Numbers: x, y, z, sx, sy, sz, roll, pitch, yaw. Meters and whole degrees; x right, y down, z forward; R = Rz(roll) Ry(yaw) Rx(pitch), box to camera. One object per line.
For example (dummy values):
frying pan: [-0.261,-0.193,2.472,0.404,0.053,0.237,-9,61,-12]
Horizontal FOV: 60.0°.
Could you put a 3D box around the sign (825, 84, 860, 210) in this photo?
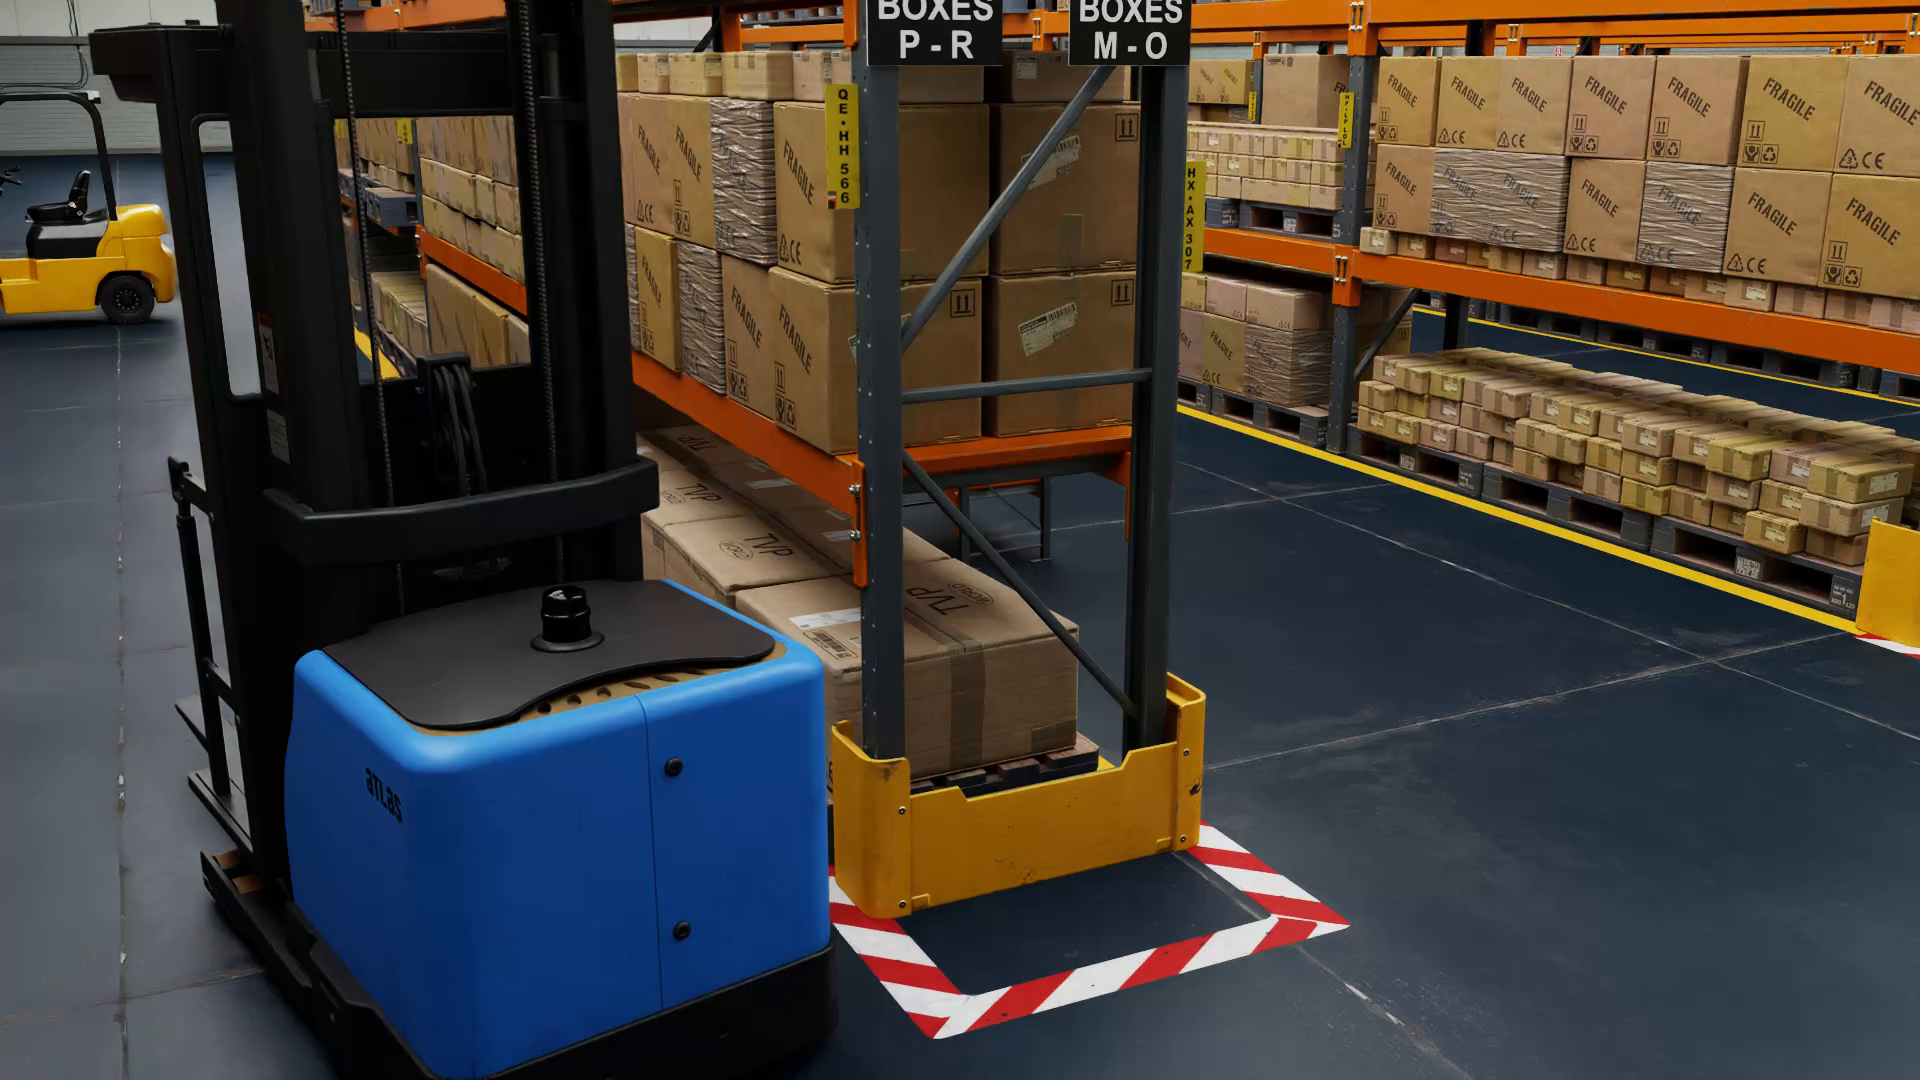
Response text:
sign: [-0.310,-1.050,4.443,0.100,0.325,0.005,-8,18,-25]

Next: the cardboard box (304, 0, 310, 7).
cardboard box: [-6.178,-5.384,16.370,0.500,0.250,0.500,-7,18,-24]

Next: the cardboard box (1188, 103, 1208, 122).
cardboard box: [3.196,-5.165,20.590,0.875,0.500,0.500,-8,18,-25]

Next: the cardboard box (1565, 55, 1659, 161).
cardboard box: [3.473,-2.204,8.461,0.500,0.500,0.500,-8,18,-27]

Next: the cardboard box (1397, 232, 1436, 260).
cardboard box: [2.847,-1.771,9.940,0.380,0.149,0.250,-7,17,-23]

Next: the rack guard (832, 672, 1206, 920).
rack guard: [0.194,0.766,5.176,1.175,0.500,0.348,-8,18,-25]

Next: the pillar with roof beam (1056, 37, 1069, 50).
pillar with roof beam: [-0.488,-17.135,52.148,9.100,9.000,0.400,-8,18,-25]

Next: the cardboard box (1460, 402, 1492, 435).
cardboard box: [3.154,-0.728,9.716,0.380,0.149,0.250,-9,18,-28]

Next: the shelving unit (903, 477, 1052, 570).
shelving unit: [0.003,-0.539,8.590,0.538,1.125,1.048,-8,18,-25]

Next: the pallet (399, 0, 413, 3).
pallet: [-2.991,-3.623,10.843,1.213,0.211,1.003,-7,17,-22]

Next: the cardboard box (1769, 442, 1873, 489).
cardboard box: [4.071,-0.352,7.869,0.380,0.149,0.250,-7,18,-24]

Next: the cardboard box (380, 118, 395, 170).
cardboard box: [-4.006,-3.024,12.370,0.500,0.500,0.500,-8,18,-26]

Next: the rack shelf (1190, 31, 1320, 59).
rack shelf: [2.959,-6.207,20.807,1.077,0.370,4.000,-8,18,-25]

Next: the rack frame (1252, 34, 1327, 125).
rack frame: [3.835,-4.615,19.394,1.000,3.000,0.127,-8,18,-25]

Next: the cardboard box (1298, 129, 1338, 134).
cardboard box: [2.620,-2.835,11.807,0.380,0.149,0.250,-8,18,-25]

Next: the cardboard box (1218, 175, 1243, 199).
cardboard box: [2.026,-2.469,11.612,0.380,0.149,0.250,-9,18,-27]

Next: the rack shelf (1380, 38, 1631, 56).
rack shelf: [7.411,-6.805,22.893,1.077,0.370,4.000,-8,18,-25]

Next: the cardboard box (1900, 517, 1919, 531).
cardboard box: [4.647,-0.065,7.947,0.380,0.149,0.250,-7,18,-24]

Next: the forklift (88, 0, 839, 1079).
forklift: [-1.609,-0.350,4.658,1.130,2.935,3.031,-12,20,-36]

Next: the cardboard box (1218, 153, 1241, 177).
cardboard box: [2.026,-2.615,11.579,0.380,0.149,0.250,-9,18,-28]

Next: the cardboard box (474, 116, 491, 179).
cardboard box: [-2.428,-2.298,9.327,0.500,0.500,0.500,-7,17,-23]

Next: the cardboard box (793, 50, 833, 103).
cardboard box: [-0.286,-1.407,5.046,0.380,0.149,0.250,-7,18,-24]

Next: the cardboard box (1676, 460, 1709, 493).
cardboard box: [3.847,-0.344,8.378,0.380,0.149,0.250,-8,18,-26]

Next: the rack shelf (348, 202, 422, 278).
rack shelf: [-4.197,-2.576,13.592,1.077,0.370,4.000,-8,18,-25]

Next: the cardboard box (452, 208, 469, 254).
cardboard box: [-2.867,-1.946,10.364,0.500,0.250,0.500,-7,17,-23]

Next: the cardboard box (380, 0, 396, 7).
cardboard box: [-4.015,-4.292,12.642,0.797,0.503,0.637,-8,18,-25]

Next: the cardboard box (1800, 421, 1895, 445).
cardboard box: [4.441,-0.485,8.332,0.380,0.149,0.250,-8,18,-25]

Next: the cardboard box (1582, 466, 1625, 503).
cardboard box: [3.539,-0.315,8.817,0.380,0.149,0.250,-7,18,-24]

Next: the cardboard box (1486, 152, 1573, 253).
cardboard box: [3.239,-1.844,9.016,0.500,0.500,0.500,-8,18,-26]

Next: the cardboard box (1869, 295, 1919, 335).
cardboard box: [4.192,-0.991,7.221,0.380,0.149,0.250,-8,18,-25]

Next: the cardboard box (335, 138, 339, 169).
cardboard box: [-5.723,-3.815,15.887,0.500,0.500,0.500,-7,17,-23]

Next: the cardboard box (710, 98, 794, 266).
cardboard box: [-0.497,-1.187,5.456,0.500,0.500,0.500,-8,18,-25]

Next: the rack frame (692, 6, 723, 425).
rack frame: [-1.569,-1.434,8.308,1.000,3.000,0.127,-8,18,-25]

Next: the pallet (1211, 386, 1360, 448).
pallet: [2.494,-0.909,11.537,1.003,0.211,1.213,-8,18,-25]

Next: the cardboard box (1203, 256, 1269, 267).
cardboard box: [2.059,-2.020,12.762,0.500,0.250,0.500,-7,18,-24]

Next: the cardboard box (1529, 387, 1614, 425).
cardboard box: [3.390,-0.739,9.217,0.380,0.149,0.250,-8,18,-27]

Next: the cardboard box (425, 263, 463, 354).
cardboard box: [-3.093,-1.425,11.368,0.875,0.875,0.875,-8,18,-25]

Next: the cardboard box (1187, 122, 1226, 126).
cardboard box: [1.934,-3.222,13.156,0.380,0.149,0.250,-7,17,-23]

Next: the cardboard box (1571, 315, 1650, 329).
cardboard box: [6.255,-2.408,14.794,1.225,0.875,0.875,-8,18,-25]

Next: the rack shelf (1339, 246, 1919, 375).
rack shelf: [3.713,-1.215,8.851,1.077,0.370,4.000,-8,18,-25]

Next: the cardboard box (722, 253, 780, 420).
cardboard box: [-0.472,-0.704,5.584,0.500,0.500,0.500,-8,18,-26]

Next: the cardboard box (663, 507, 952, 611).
cardboard box: [-0.604,0.210,6.463,0.875,0.438,0.875,-7,17,-23]

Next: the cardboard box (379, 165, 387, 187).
cardboard box: [-4.246,-2.804,12.778,0.380,0.149,0.250,-7,18,-24]

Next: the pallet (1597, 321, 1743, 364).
pallet: [6.396,-1.776,14.557,1.003,0.211,1.213,-8,18,-25]

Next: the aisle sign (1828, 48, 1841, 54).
aisle sign: [15.140,-8.633,28.685,0.394,0.787,0.004,-8,18,-25]

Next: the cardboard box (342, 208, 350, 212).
cardboard box: [-6.265,-3.156,17.174,0.500,0.500,0.500,-7,18,-24]

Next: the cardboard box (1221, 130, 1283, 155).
cardboard box: [2.036,-2.757,11.536,0.380,0.149,0.250,-8,18,-27]

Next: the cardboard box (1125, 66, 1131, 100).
cardboard box: [2.291,-5.984,21.632,0.500,0.500,0.500,-8,18,-25]

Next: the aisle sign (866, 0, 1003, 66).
aisle sign: [-0.063,-1.636,4.301,0.394,0.787,0.004,-8,18,-25]

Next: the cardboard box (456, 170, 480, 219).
cardboard box: [-2.678,-2.057,9.848,0.500,0.250,0.500,-7,18,-24]

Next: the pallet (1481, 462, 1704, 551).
pallet: [3.701,-0.251,9.244,1.003,0.211,1.213,-8,18,-25]

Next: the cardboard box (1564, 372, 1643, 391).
cardboard box: [3.735,-0.868,9.667,0.380,0.149,0.250,-9,18,-28]

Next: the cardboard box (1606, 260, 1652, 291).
cardboard box: [3.576,-1.385,8.594,0.380,0.149,0.250,-7,18,-24]

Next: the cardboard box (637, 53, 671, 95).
cardboard box: [-1.013,-1.784,6.361,0.380,0.149,0.250,-8,18,-25]

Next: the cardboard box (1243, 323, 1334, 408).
cardboard box: [2.286,-1.210,11.300,0.500,0.500,0.500,-8,18,-26]

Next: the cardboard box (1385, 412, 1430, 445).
cardboard box: [2.824,-0.693,10.136,0.380,0.149,0.250,-7,17,-23]
